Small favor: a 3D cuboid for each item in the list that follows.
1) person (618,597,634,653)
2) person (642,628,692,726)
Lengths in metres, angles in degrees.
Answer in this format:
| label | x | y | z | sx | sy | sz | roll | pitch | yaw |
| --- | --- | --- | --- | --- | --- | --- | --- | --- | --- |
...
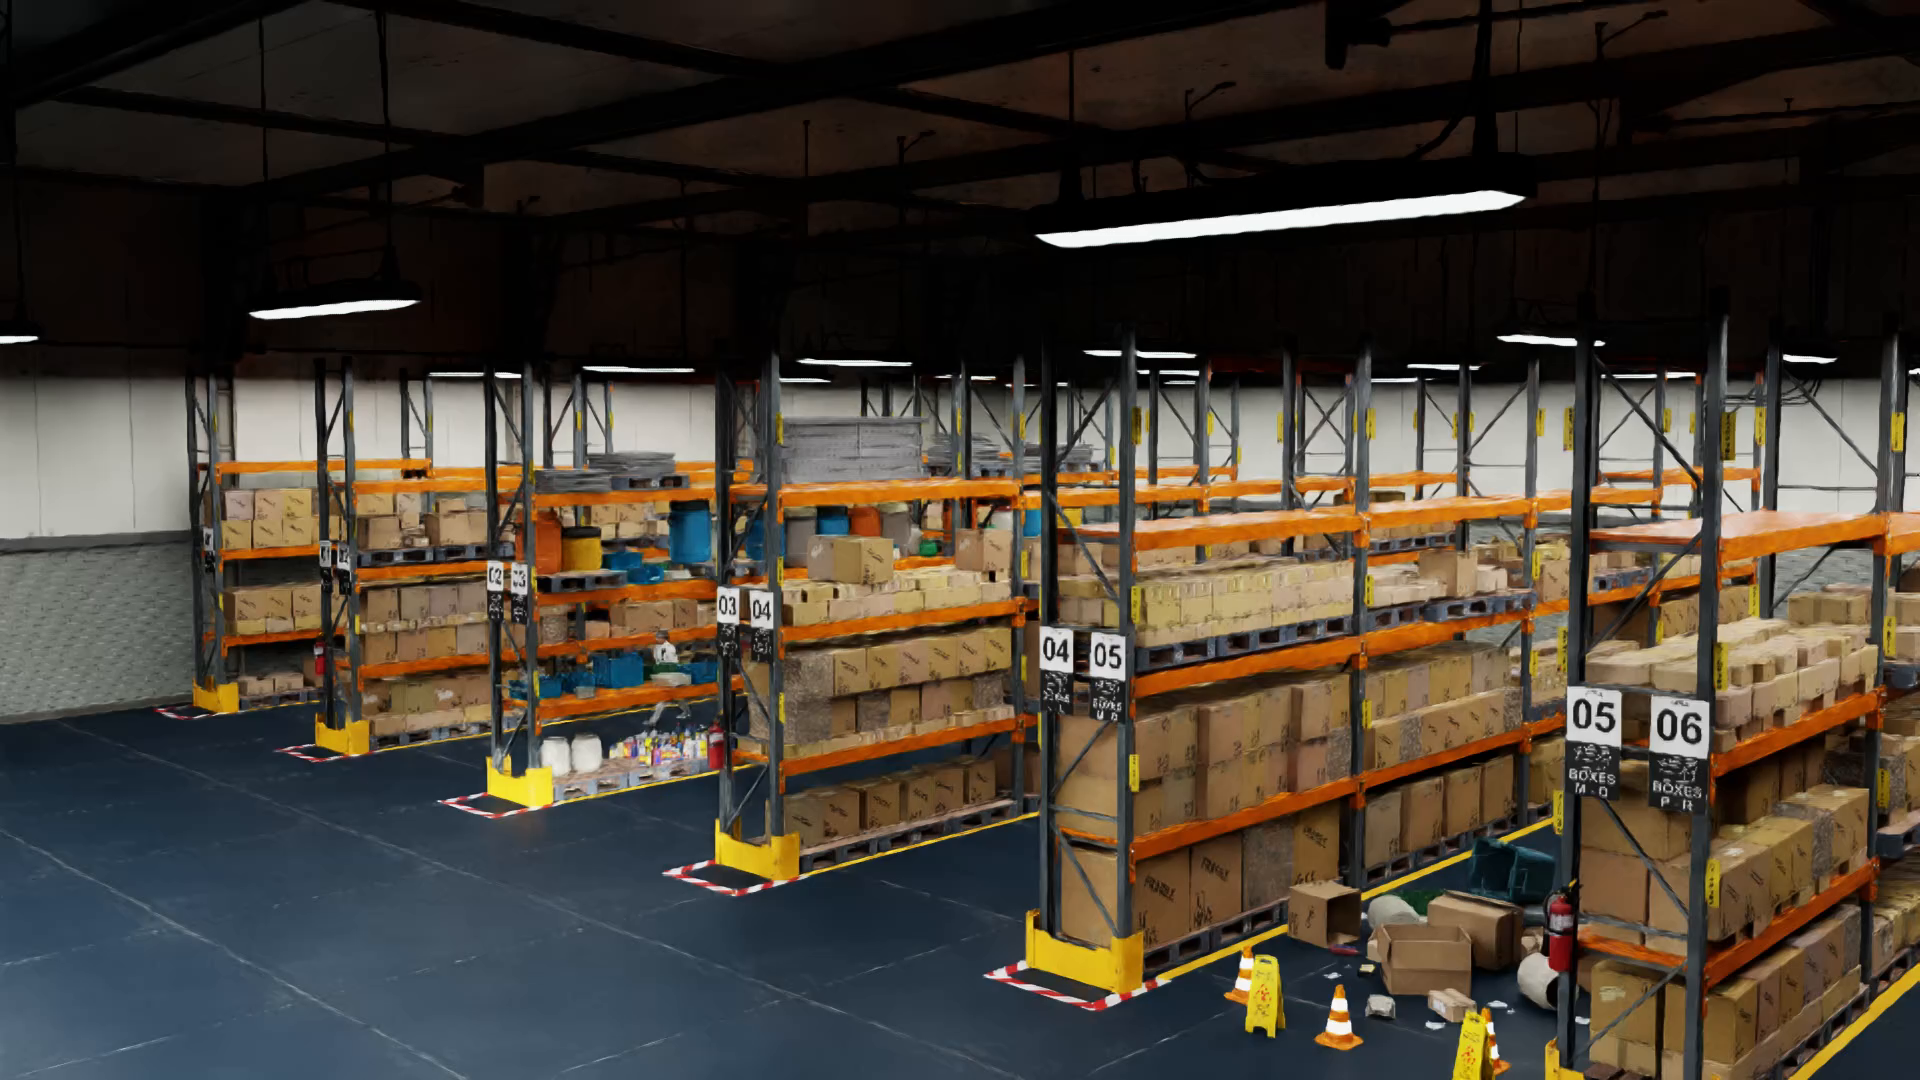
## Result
| label | x | y | z | sx | sy | sz | roll | pitch | yaw |
| --- | --- | --- | --- | --- | --- | --- | --- | --- | --- |
| person | -6.537 | 1.843 | 32.469 | 0.430 | 1.670 | 0.503 | 1 | 5 | 16 |
| person | -4.896 | 2.238 | 27.599 | 1.086 | 1.589 | 0.495 | -4 | 6 | -43 |
